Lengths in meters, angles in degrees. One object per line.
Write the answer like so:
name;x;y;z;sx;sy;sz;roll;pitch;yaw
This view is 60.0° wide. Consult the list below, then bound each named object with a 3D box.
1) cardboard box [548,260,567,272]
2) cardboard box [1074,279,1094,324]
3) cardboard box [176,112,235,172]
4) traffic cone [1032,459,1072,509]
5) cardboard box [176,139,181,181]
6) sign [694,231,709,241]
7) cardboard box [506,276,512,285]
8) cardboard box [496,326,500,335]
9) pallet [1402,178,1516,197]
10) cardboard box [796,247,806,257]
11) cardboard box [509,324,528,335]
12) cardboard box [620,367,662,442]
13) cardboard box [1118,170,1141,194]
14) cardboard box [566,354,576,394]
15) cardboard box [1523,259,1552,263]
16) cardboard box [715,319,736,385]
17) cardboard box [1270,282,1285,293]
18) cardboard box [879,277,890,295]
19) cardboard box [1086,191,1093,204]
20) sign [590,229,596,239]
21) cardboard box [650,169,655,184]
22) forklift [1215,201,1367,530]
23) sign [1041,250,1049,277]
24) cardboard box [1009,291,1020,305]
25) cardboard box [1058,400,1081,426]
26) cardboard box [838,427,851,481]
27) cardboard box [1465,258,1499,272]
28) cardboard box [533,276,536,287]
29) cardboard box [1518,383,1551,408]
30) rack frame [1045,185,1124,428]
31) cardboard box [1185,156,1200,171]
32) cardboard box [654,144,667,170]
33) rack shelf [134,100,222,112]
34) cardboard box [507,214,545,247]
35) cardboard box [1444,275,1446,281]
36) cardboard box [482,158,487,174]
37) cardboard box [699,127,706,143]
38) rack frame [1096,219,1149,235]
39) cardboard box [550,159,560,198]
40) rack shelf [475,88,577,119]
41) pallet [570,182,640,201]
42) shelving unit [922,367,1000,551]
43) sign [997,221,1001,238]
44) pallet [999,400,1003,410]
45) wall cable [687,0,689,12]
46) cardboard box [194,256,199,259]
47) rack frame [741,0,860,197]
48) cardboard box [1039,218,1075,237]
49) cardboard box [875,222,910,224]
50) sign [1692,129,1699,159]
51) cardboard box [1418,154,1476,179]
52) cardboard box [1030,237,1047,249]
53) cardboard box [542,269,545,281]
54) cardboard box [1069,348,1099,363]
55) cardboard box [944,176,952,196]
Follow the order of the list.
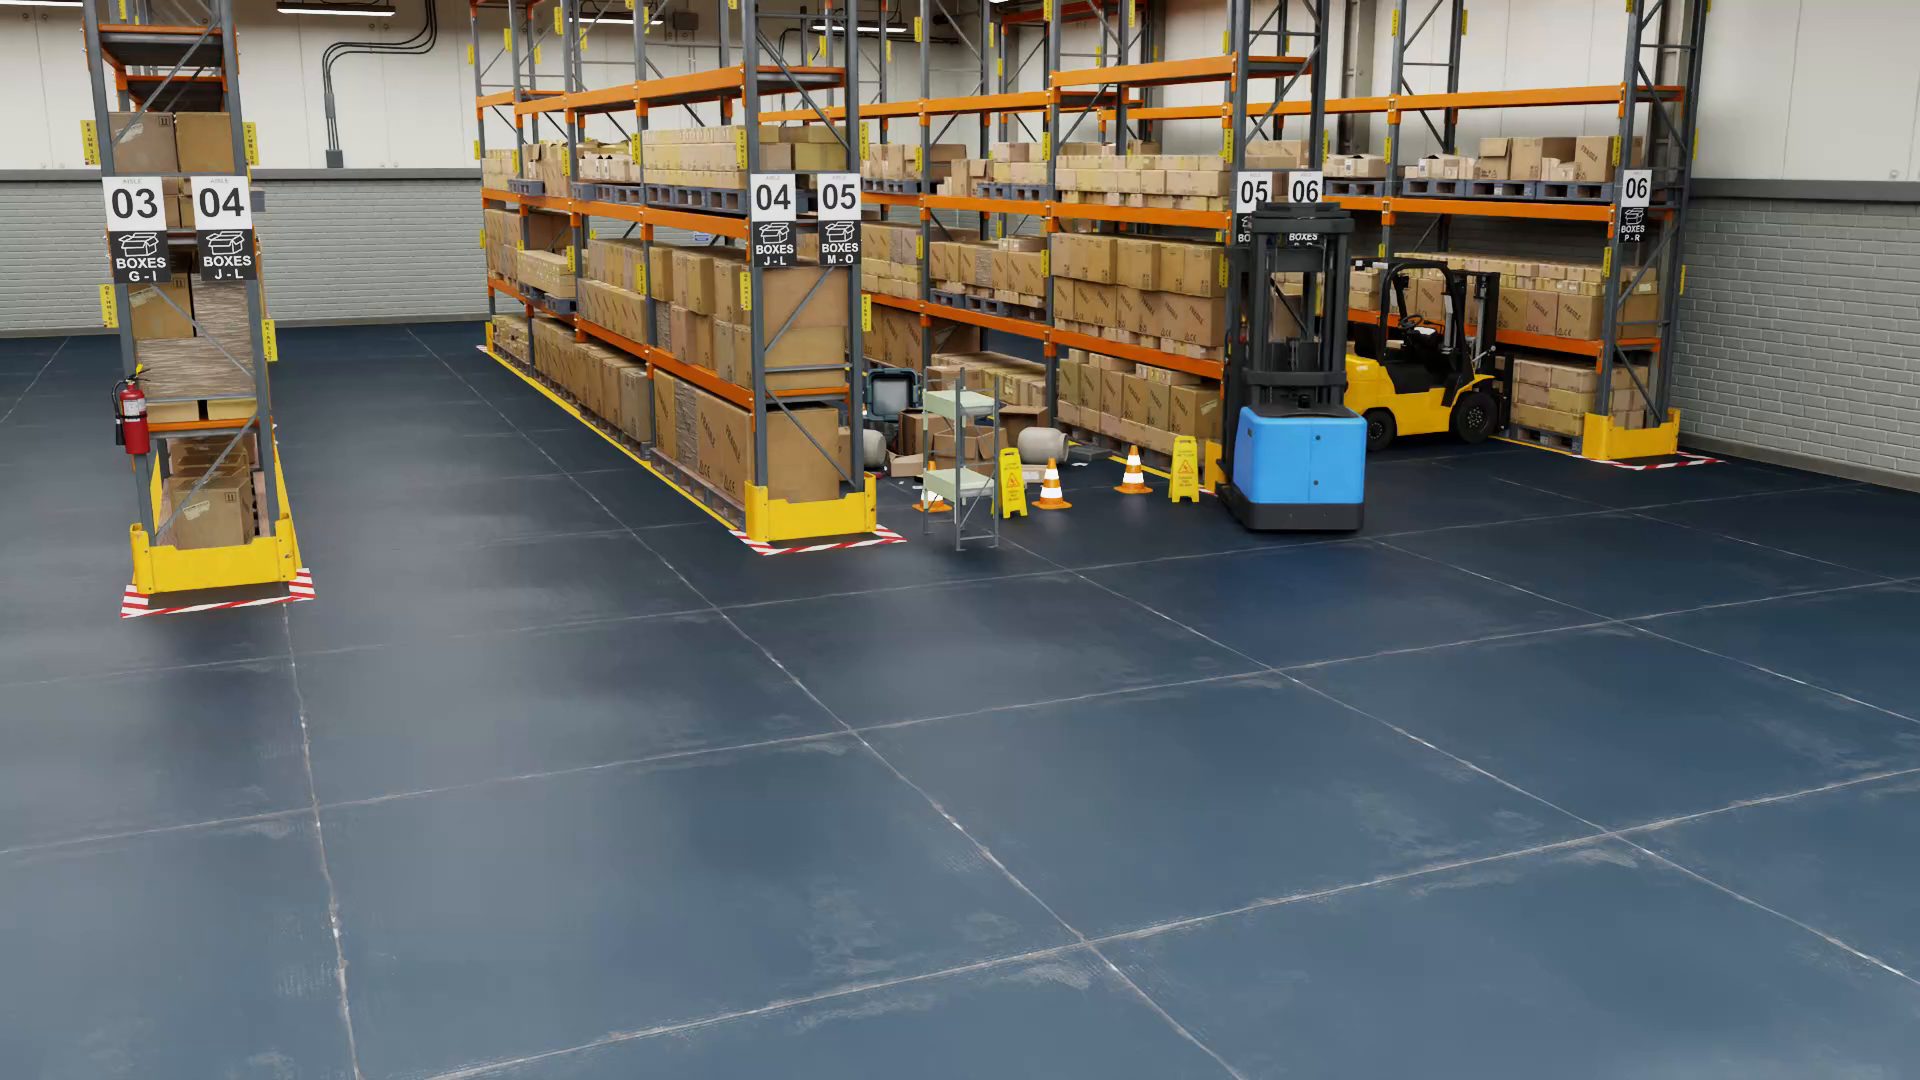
cardboard box;-5.384;-3.723;22.608;0.380;0.149;0.250;-5;14;-21
cardboard box;1.677;-2.802;19.443;0.500;0.500;0.500;-6;14;-23
cardboard box;-6.292;-3.334;13.981;0.500;0.500;0.500;-6;14;-23
traffic cone;0.901;-0.566;16.287;0.336;0.463;0.334;-6;14;-23
cardboard box;-7.644;-3.753;16.622;0.797;0.503;0.637;-6;14;-26
sign;-5.622;-6.608;36.170;0.327;0.218;0.001;-6;14;-23
cardboard box;-7.187;-4.243;27.107;0.380;0.149;0.250;-5;14;-22
cardboard box;-7.736;-3.605;28.524;0.380;0.149;0.250;-6;14;-23
pallet;6.445;-4.519;21.289;1.003;0.211;1.213;-6;14;-23
cardboard box;-2.517;-4.809;28.773;0.500;0.500;0.500;-6;14;-24
cardboard box;-7.137;-3.429;27.106;0.380;0.149;0.250;-6;14;-25
cardboard box;-3.293;-1.587;19.131;1.050;0.750;0.750;-6;14;-23
cardboard box;2.067;-3.929;18.215;0.500;0.250;0.500;-5;14;-22
cardboard box;-5.067;-2.284;22.697;0.500;0.500;0.500;-6;14;-23
cardboard box;7.150;-3.369;20.455;0.380;0.149;0.250;-6;14;-23
cardboard box;-1.790;-1.789;15.614;0.875;0.550;0.550;-6;14;-23
cardboard box;4.841;-3.705;24.557;0.500;0.250;0.500;-6;14;-25
cardboard box;-0.915;-3.870;25.271;0.500;0.250;0.500;-6;14;-24
cardboard box;1.688;-3.978;19.310;0.380;0.149;0.250;-6;14;-23
sign;-5.659;-4.626;25.637;0.100;0.325;0.005;-6;14;-23
cardboard box;-3.022;-3.791;17.349;0.380;0.149;0.250;-6;14;-23
forklift;3.128;-1.792;16.111;1.130;2.935;3.031;0;13;0
sign;1.026;-3.339;20.078;0.100;0.325;0.005;-6;14;-23
cardboard box;0.849;-3.096;21.219;0.380;0.149;0.250;-6;14;-24
cardboard box;1.522;-1.545;20.059;0.500;0.250;0.500;-6;14;-26
cardboard box;-1.400;-0.913;17.702;0.500;0.500;0.500;-3;13;-13
cardboard box;6.524;-3.433;20.731;0.380;0.149;0.250;-6;14;-23
cardboard box;-5.902;-3.701;23.834;0.380;0.149;0.250;-6;14;-24
cardboard box;7.010;-1.734;19.769;0.500;0.250;0.500;-6;14;-24
rack frame;1.533;-2.826;20.428;1.000;3.000;0.127;-6;14;-23
cardboard box;2.542;-3.878;17.110;0.380;0.149;0.250;-6;14;-24
cardboard box;-2.819;-3.914;16.997;0.500;0.250;0.500;-6;14;-23
rack shelf;-9.950;-5.548;21.366;1.077;0.370;4.000;-6;14;-23
cardboard box;-6.814;-4.871;26.163;0.500;0.500;0.500;-6;14;-25
cardboard box;6.336;-3.334;20.961;0.380;0.149;0.250;-6;14;-24
cardboard box;-7.827;-6.353;28.238;0.500;0.250;0.500;-5;14;-22
cardboard box;-2.211;-3.761;15.451;0.380;0.149;0.250;-6;14;-23
rack frame;2.875;-4.928;29.510;1.000;3.000;0.127;-6;14;-23
cardboard box;-5.238;-4.892;22.479;0.500;0.500;0.500;-6;14;-23
rack shelf;-6.968;-6.995;26.738;1.077;0.370;4.000;-6;14;-23
pallet;-4.258;-4.426;21.106;1.213;0.211;1.003;-5;14;-20
shelving unit;0.003;-0.729;14.695;0.431;1.500;0.755;-6;14;-23
sign;0.776;-6.127;32.771;0.100;0.325;0.005;-6;14;-23
pallet;0.728;-1.881;22.528;1.003;0.211;1.213;-6;14;-23
wall cable;-6.769;-12.498;34.276;2.355;3.000;0.029;-6;14;-23
cardboard box;-6.714;-2.337;15.216;0.500;0.500;0.500;-6;14;-23
rack frame;-1.359;-4.454;14.159;1.000;3.000;0.127;-6;14;-23
cardboard box;1.809;-5.764;31.130;0.500;0.500;0.500;-5;14;-22
cardboard box;-1.048;-4.839;26.686;0.500;0.500;0.500;-5;14;-22
sign;8.193;-4.423;18.563;0.100;0.325;0.005;-6;14;-23
cardboard box;6.190;-4.753;21.144;0.500;0.311;0.500;-5;14;-22
cardboard box;1.139;-3.885;21.750;0.380;0.149;0.250;-5;14;-20
cardboard box;-5.593;-3.685;23.106;0.380;0.149;0.250;-6;14;-23
cardboard box;1.517;-2.195;19.766;0.380;0.149;0.250;-5;14;-22
cardboard box;0.004;-4.915;23.100;0.396;0.266;0.258;-6;14;-23
